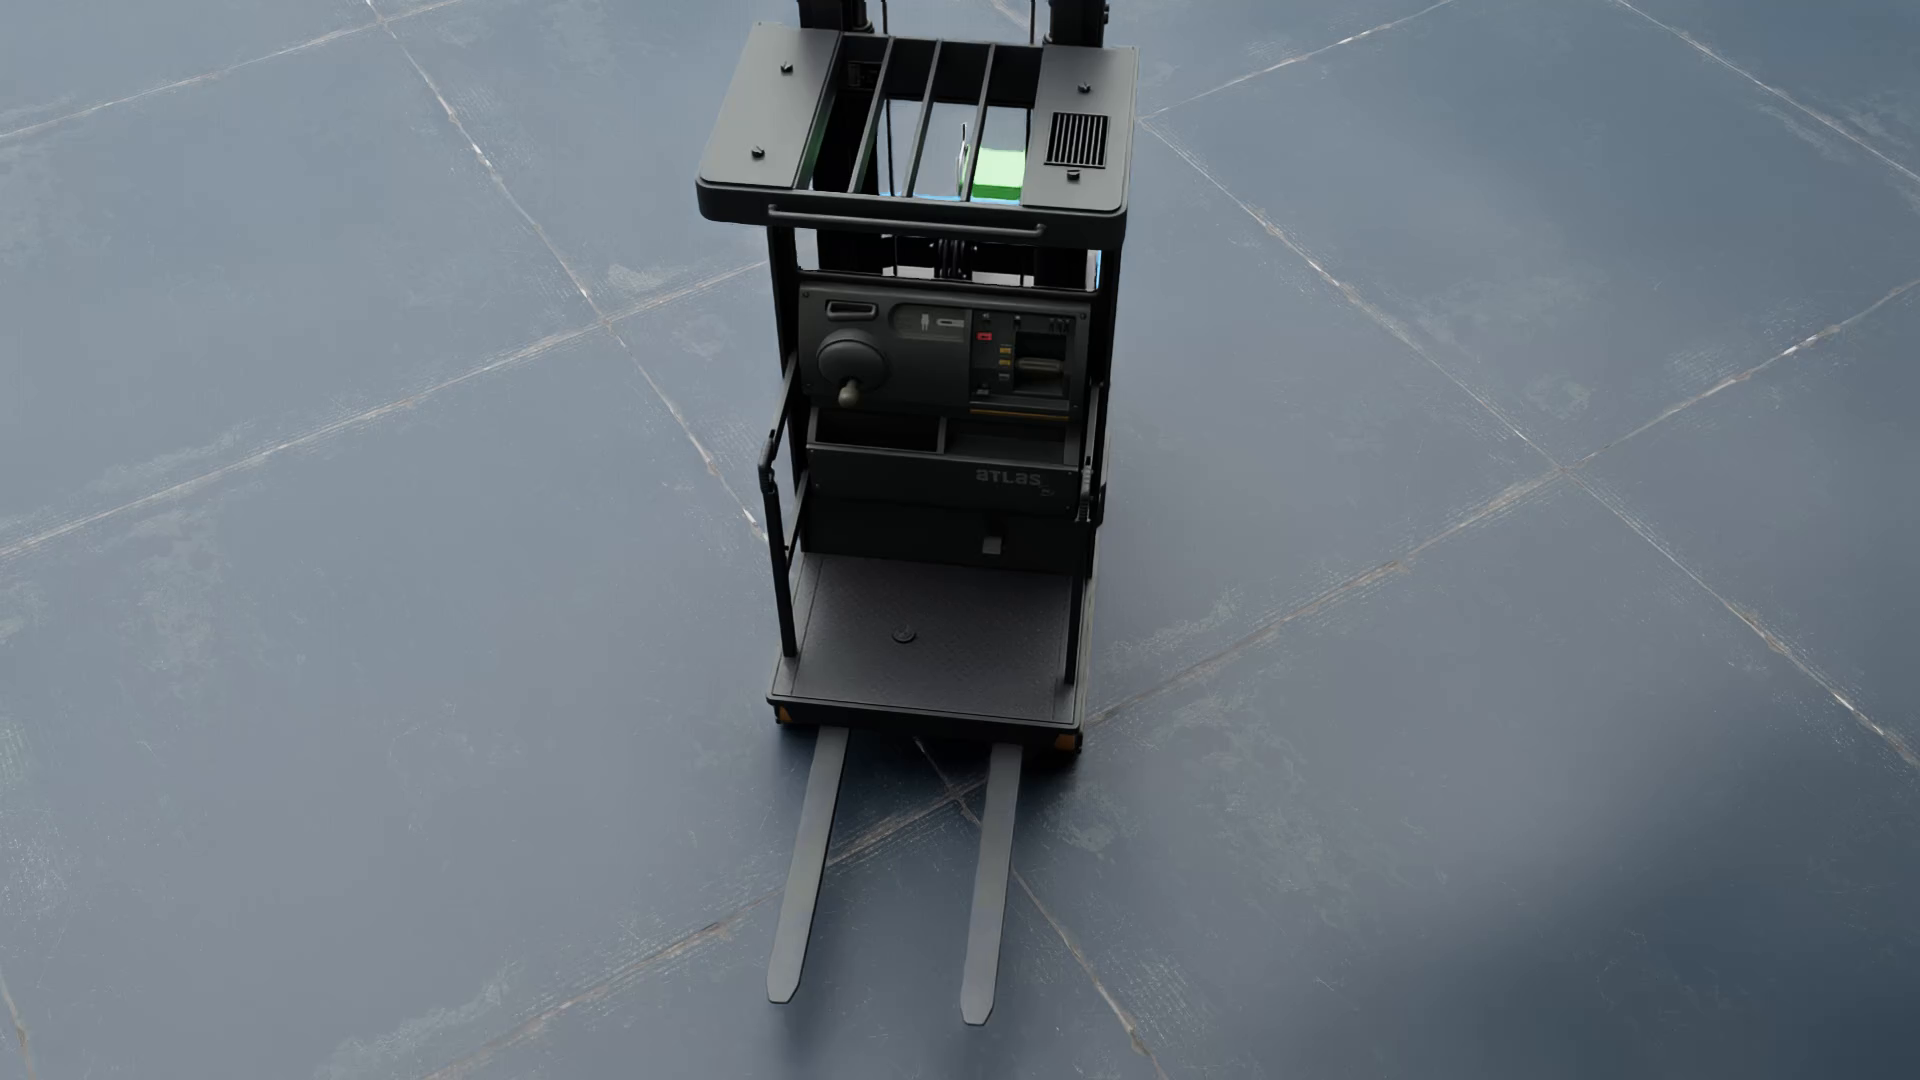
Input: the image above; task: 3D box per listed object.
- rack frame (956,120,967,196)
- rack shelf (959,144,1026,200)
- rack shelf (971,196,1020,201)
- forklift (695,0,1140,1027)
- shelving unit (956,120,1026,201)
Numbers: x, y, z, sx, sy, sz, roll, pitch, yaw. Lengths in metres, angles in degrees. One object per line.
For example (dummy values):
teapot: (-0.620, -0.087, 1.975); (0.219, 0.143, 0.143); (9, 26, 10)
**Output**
rack frame: (0.005, -1.165, 6.928); (0.015, 1.200, 0.240); (5, 48, 5)
rack shelf: (0.248, -1.422, 6.600); (0.480, 0.148, 0.258); (5, 48, 5)
rack shelf: (0.248, -1.261, 6.778); (0.480, 0.148, 0.258); (5, 48, 5)
forklift: (-0.077, -0.495, 5.173); (1.130, 2.935, 3.031); (5, 49, 5)
shelving unit: (0.247, -1.143, 6.909); (0.503, 1.200, 0.258); (5, 48, 5)
